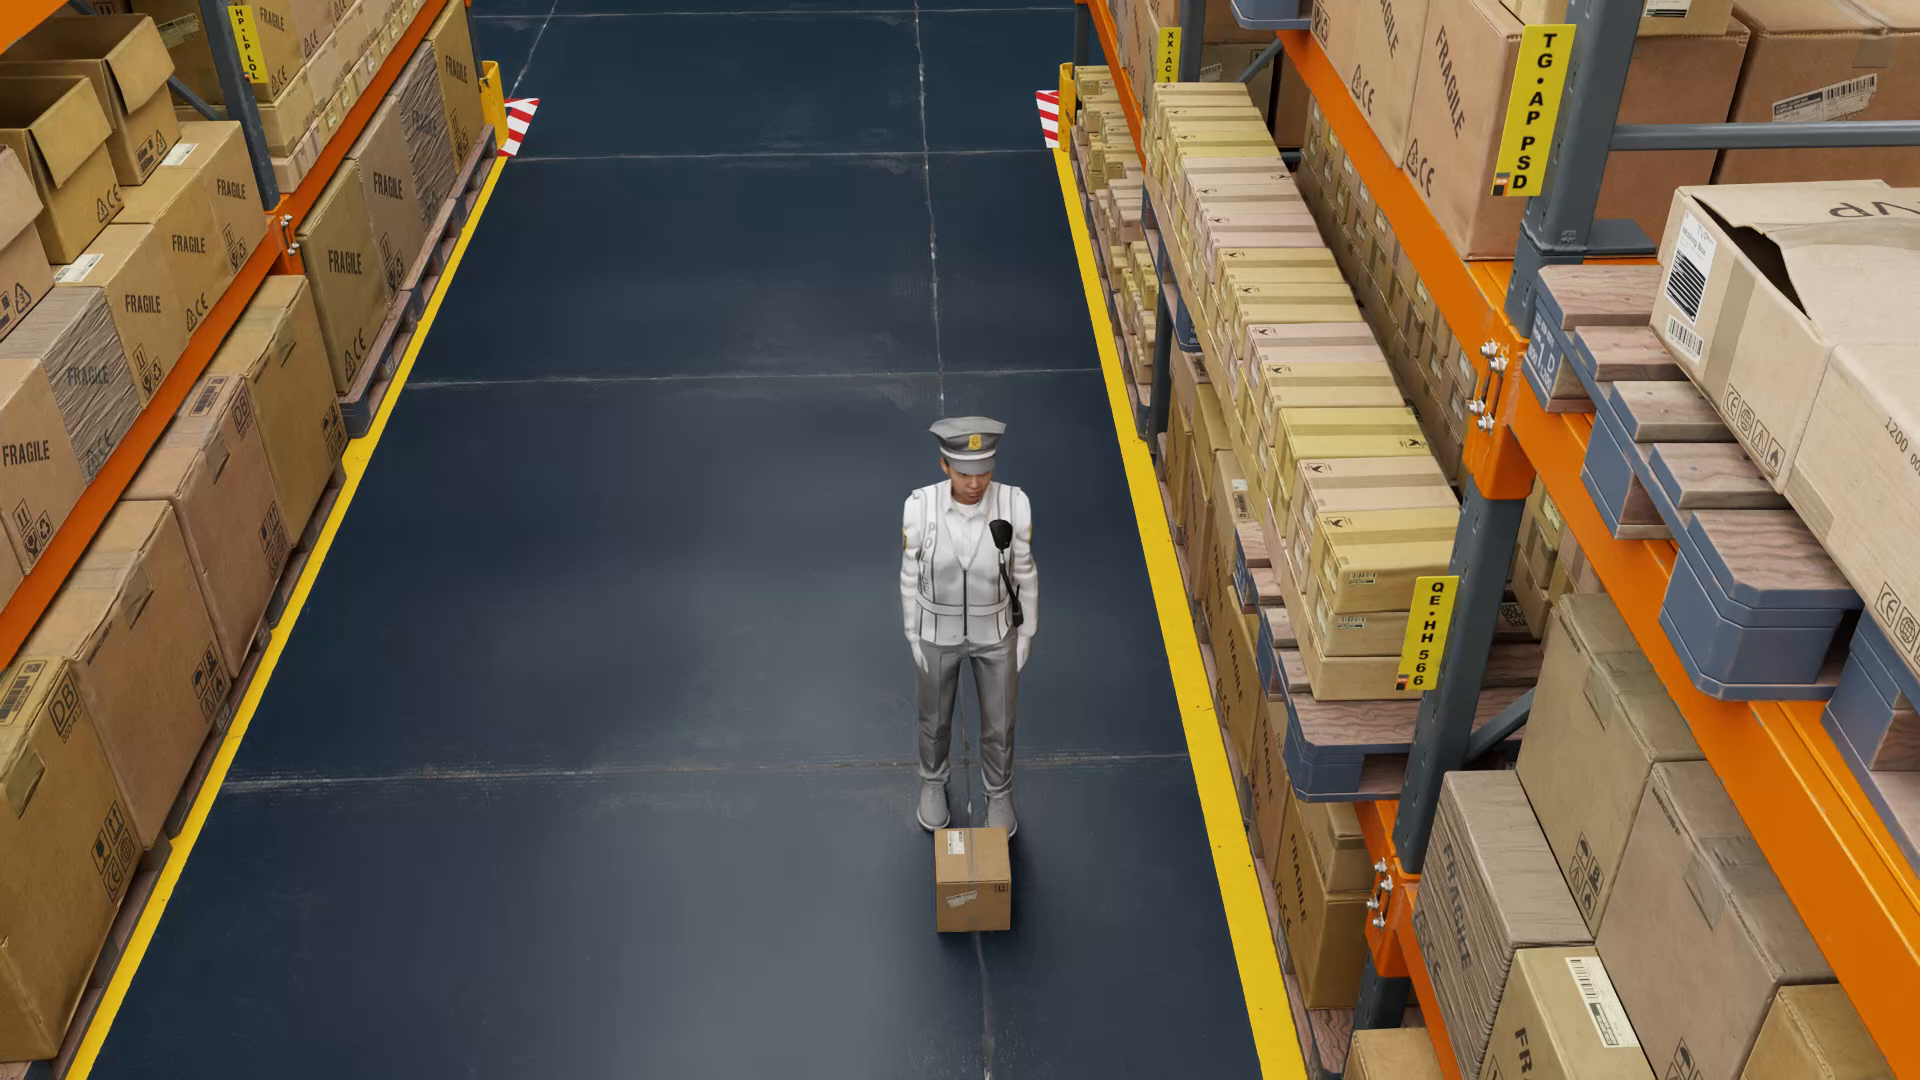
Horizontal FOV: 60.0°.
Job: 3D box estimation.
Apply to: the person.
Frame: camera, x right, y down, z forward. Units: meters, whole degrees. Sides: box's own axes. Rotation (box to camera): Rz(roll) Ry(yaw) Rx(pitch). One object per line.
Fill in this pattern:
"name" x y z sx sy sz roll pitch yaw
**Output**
"person" 0.034 0.323 5.675 0.467 1.681 0.363 -1 35 -1
